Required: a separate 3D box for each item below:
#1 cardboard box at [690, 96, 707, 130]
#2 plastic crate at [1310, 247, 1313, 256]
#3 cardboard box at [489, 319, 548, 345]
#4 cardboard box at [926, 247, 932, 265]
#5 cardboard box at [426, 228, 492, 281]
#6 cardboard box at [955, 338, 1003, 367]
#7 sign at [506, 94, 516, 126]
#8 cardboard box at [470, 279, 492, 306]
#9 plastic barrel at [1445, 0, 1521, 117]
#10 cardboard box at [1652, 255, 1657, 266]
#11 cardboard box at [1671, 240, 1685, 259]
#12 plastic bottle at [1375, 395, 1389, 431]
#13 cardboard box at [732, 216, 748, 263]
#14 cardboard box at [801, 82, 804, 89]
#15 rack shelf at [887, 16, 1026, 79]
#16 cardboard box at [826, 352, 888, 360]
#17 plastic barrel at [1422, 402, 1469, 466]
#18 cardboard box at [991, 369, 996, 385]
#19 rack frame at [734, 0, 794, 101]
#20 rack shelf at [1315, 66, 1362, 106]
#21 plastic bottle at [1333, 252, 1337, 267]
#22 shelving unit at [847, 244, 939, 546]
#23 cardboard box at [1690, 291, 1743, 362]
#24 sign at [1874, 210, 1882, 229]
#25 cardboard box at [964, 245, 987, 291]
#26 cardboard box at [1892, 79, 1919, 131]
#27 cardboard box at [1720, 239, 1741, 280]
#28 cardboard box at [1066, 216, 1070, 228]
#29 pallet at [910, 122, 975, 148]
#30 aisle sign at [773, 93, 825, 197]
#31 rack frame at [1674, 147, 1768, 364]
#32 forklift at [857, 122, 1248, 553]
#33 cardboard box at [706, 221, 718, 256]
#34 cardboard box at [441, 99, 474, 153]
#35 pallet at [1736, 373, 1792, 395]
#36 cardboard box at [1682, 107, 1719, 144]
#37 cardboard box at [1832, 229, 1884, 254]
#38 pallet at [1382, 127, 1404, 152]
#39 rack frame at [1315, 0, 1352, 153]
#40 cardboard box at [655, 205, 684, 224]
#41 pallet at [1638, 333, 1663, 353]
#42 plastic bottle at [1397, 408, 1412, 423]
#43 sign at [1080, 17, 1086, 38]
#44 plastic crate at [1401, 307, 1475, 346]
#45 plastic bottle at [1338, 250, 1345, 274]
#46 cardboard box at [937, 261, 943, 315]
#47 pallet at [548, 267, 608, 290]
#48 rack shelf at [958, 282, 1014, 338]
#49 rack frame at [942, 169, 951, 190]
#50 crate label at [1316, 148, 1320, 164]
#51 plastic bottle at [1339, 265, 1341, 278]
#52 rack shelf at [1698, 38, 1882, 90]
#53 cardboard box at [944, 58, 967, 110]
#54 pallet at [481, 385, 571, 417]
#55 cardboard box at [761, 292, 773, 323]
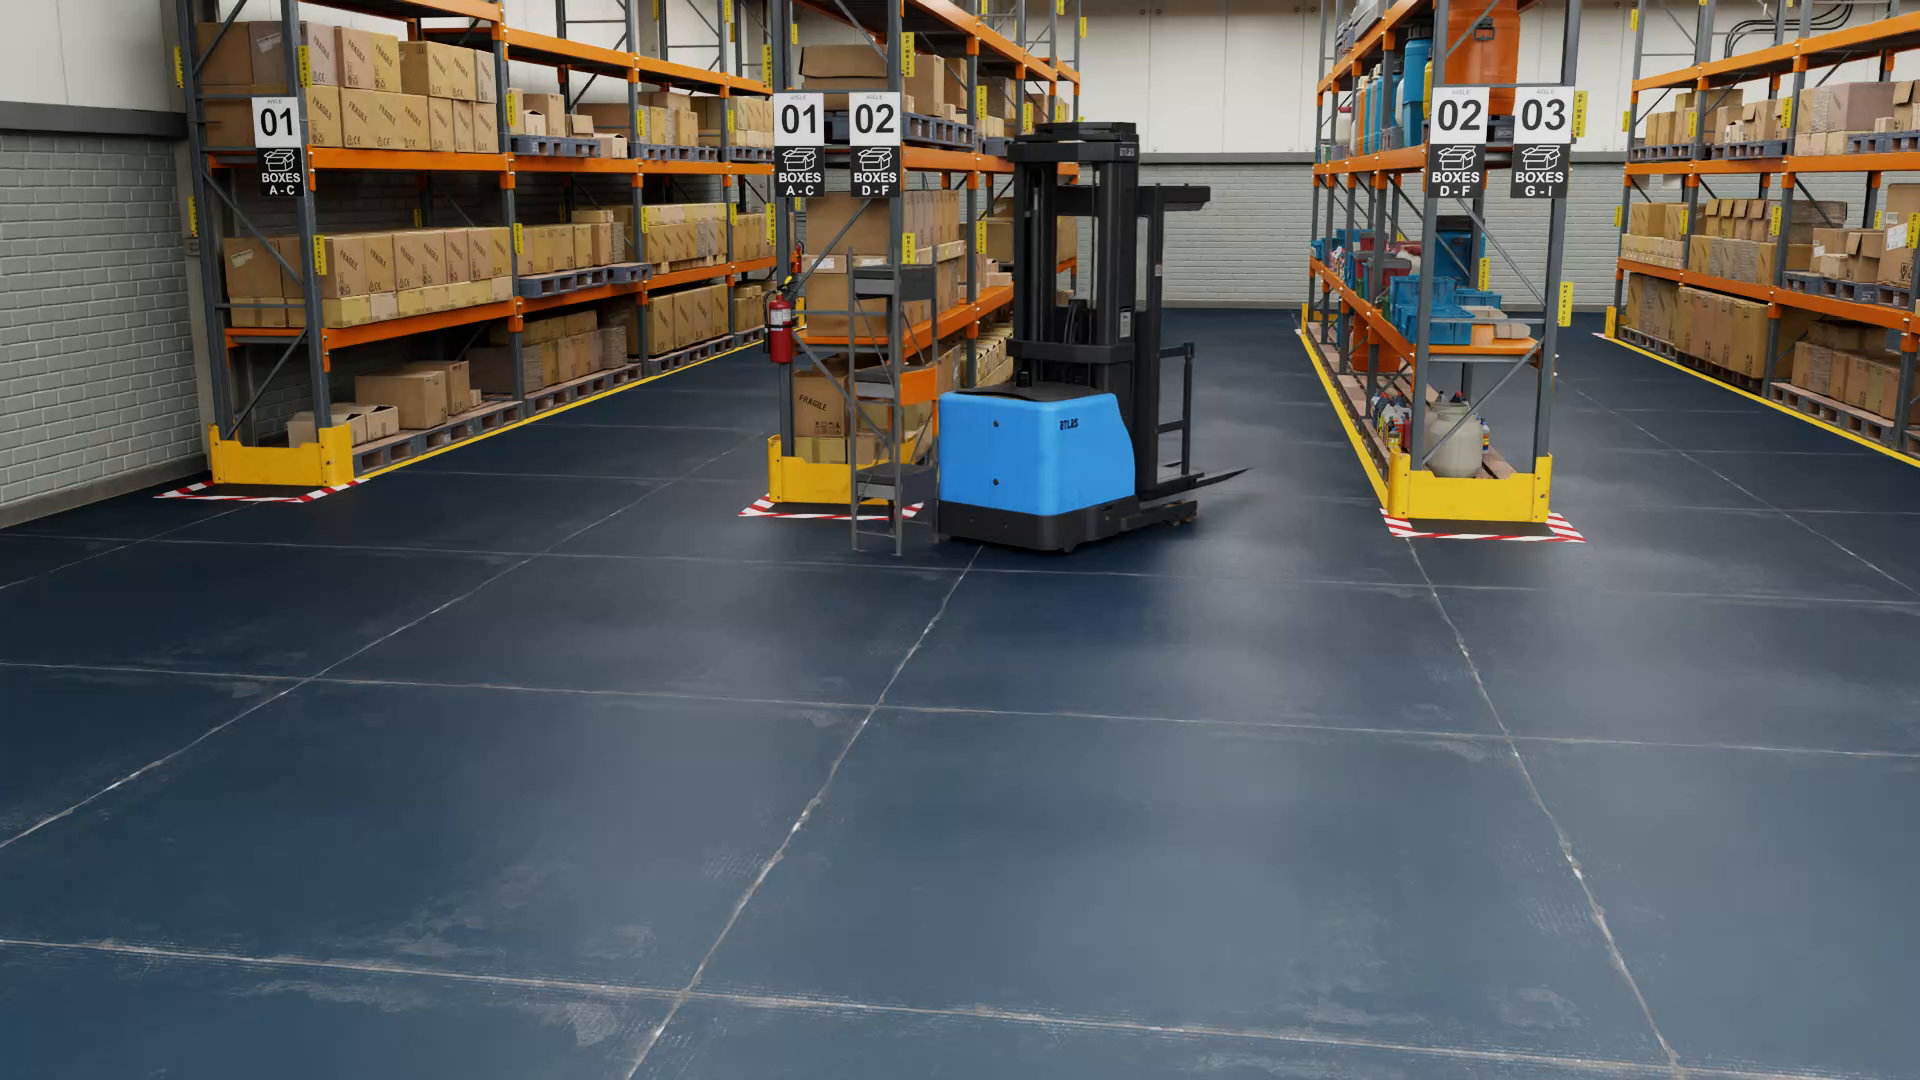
[{"bbox_3d":[-4.121,-6.621,25.818,0.500,0.500,0.500,2,12,8],"label":"cardboard box"},{"bbox_3d":[5.912,-4.762,27.451,0.250,0.136,0.298,2,12,9],"label":"plastic crate"},{"bbox_3d":[-5.067,-2.394,19.092,0.500,0.250,0.500,2,12,7],"label":"cardboard box"},{"bbox_3d":[-0.438,-2.557,14.962,0.380,0.149,0.250,2,12,9],"label":"cardboard box"},{"bbox_3d":[-5.067,-2.879,16.763,0.500,0.500,0.500,2,12,8],"label":"cardboard box"},{"bbox_3d":[0.212,-2.163,19.107,0.500,0.311,0.500,2,12,10],"label":"cardboard box"},{"bbox_3d":[-4.691,-4.492,17.370,0.100,0.325,0.005,2,12,9],"label":"sign"},{"bbox_3d":[-5.087,-2.514,16.845,0.500,0.250,0.500,2,12,9],"label":"cardboard box"},{"bbox_3d":[3.895,-3.622,12.544,0.600,0.830,0.708,2,12,9],"label":"plastic barrel"},{"bbox_3d":[10.606,-4.192,24.919,0.380,0.149,0.250,2,12,8],"label":"cardboard box"},{"bbox_3d":[10.494,-4.145,23.758,0.500,0.250,0.500,2,12,8],"label":"cardboard box"},{"bbox_3d":[3.998,-1.194,15.658,0.144,0.351,0.185,1,12,6],"label":"plastic bottle"},{"bbox_3d":[-3.898,-4.713,26.032,0.980,0.700,0.700,2,12,10],"label":"cardboard box"},{"bbox_3d":[-1.032,-3.712,14.002,0.500,0.250,0.500,2,12,9],"label":"cardboard box"},{"bbox_3d":[-0.025,-5.431,18.491,1.077,0.370,4.000,2,12,9],"label":"rack shelf"},{"bbox_3d":[-0.942,-1.458,15.390,0.500,0.500,0.500,2,12,9],"label":"cardboard box"},{"bbox_3d":[4.048,-0.868,13.810,0.421,0.512,0.421,0,12,0],"label":"plastic barrel"},{"bbox_3d":[0.131,-1.781,18.665,0.500,0.250,0.500,1,12,7],"label":"cardboard box"},{"bbox_3d":[-3.383,-8.220,28.774,1.000,3.000,0.127,2,12,9],"label":"rack frame"},{"bbox_3d":[6.099,-6.935,25.470,1.077,0.370,4.000,2,12,9],"label":"rack shelf"},{"bbox_3d":[5.177,-3.829,22.917,0.061,0.283,0.133,2,12,9],"label":"plastic bottle"},{"bbox_3d":[-0.456,-0.976,11.540,0.431,2.100,0.499,7,14,30],"label":"shelving unit"},{"bbox_3d":[10.470,-2.819,22.003,1.225,0.875,0.875,1,12,7],"label":"cardboard box"},{"bbox_3d":[10.608,-3.652,19.258,0.100,0.325,0.005,2,12,9],"label":"sign"},{"bbox_3d":[0.040,-3.161,19.303,0.500,0.500,0.500,1,12,6],"label":"cardboard box"},{"bbox_3d":[9.769,-4.320,16.558,0.797,0.503,0.637,2,12,11],"label":"cardboard box"},{"bbox_3d":[10.139,-3.617,21.421,0.500,0.500,0.500,2,12,10],"label":"cardboard box"},{"bbox_3d":[1.485,-5.243,26.592,0.500,0.500,0.500,2,12,10],"label":"cardboard box"},{"bbox_3d":[-0.439,-3.874,15.939,1.003,0.211,1.213,2,12,9],"label":"pallet"},{"bbox_3d":[-1.249,-3.063,12.916,0.394,0.787,0.004,2,12,9],"label":"aisle sign"},{"bbox_3d":[10.685,-3.973,23.308,1.000,3.000,0.127,2,12,9],"label":"rack frame"},{"bbox_3d":[0.892,-1.570,12.320,1.366,2.935,3.569,10,16,38],"label":"forklift"},{"bbox_3d":[-3.889,-4.448,24.520,0.500,0.500,0.500,2,12,9],"label":"cardboard box"},{"bbox_3d":[-5.152,-4.096,16.474,0.500,0.500,0.500,1,12,4],"label":"cardboard box"},{"bbox_3d":[10.266,-1.939,20.488,1.003,0.211,1.213,2,12,9],"label":"pallet"},{"bbox_3d":[10.746,-5.907,23.691,0.700,0.500,0.500,1,12,5],"label":"cardboard box"},{"bbox_3d":[10.039,-3.161,18.307,0.700,0.500,0.500,4,13,17],"label":"cardboard box"},{"bbox_3d":[4.546,-3.689,15.317,1.213,0.211,1.003,2,12,9],"label":"pallet"},{"bbox_3d":[6.406,-7.899,27.284,1.000,3.000,0.127,2,12,9],"label":"rack frame"},{"bbox_3d":[-4.134,-4.495,22.958,0.500,0.250,0.500,2,12,9],"label":"cardboard box"},{"bbox_3d":[11.065,-3.020,25.506,1.003,0.211,1.213,2,12,9],"label":"pallet"},{"bbox_3d":[4.082,-1.070,15.257,0.152,0.276,0.135,2,12,9],"label":"plastic bottle"},{"bbox_3d":[2.058,-8.572,27.814,0.100,0.325,0.005,2,12,9],"label":"sign"},{"bbox_3d":[3.727,-1.676,13.005,0.499,0.251,0.616,2,12,9],"label":"plastic crate"},{"bbox_3d":[5.058,-3.644,21.900,0.144,0.351,0.185,2,12,9],"label":"plastic bottle"},{"bbox_3d":[-0.551,-2.371,15.639,0.700,0.500,0.500,2,12,9],"label":"cardboard box"},{"bbox_3d":[-4.877,-3.114,19.780,1.003,0.211,1.213,2,12,9],"label":"pallet"},{"bbox_3d":[-0.025,-2.694,19.081,1.077,0.370,4.000,2,12,9],"label":"rack shelf"},{"bbox_3d":[0.282,-3.462,20.937,1.000,3.000,0.127,2,12,9],"label":"rack frame"},{"bbox_3d":[5.945,-6.178,26.773,0.408,0.251,0.502,2,12,9],"label":"crate label"},{"bbox_3d":[4.993,-3.515,21.654,0.097,0.201,0.097,0,12,0],"label":"plastic bottle"},{"bbox_3d":[10.378,-5.942,20.862,1.077,0.370,4.000,2,12,9],"label":"rack shelf"},{"bbox_3d":[-0.199,-4.721,17.240,0.500,0.500,0.500,2,12,9],"label":"cardboard box"},{"bbox_3d":[-5.110,-1.588,18.860,1.003,0.211,1.213,2,12,9],"label":"pallet"},{"bbox_3d":[-3.545,-3.912,27.964,0.700,0.500,0.500,1,12,7],"label":"cardboard box"}]
